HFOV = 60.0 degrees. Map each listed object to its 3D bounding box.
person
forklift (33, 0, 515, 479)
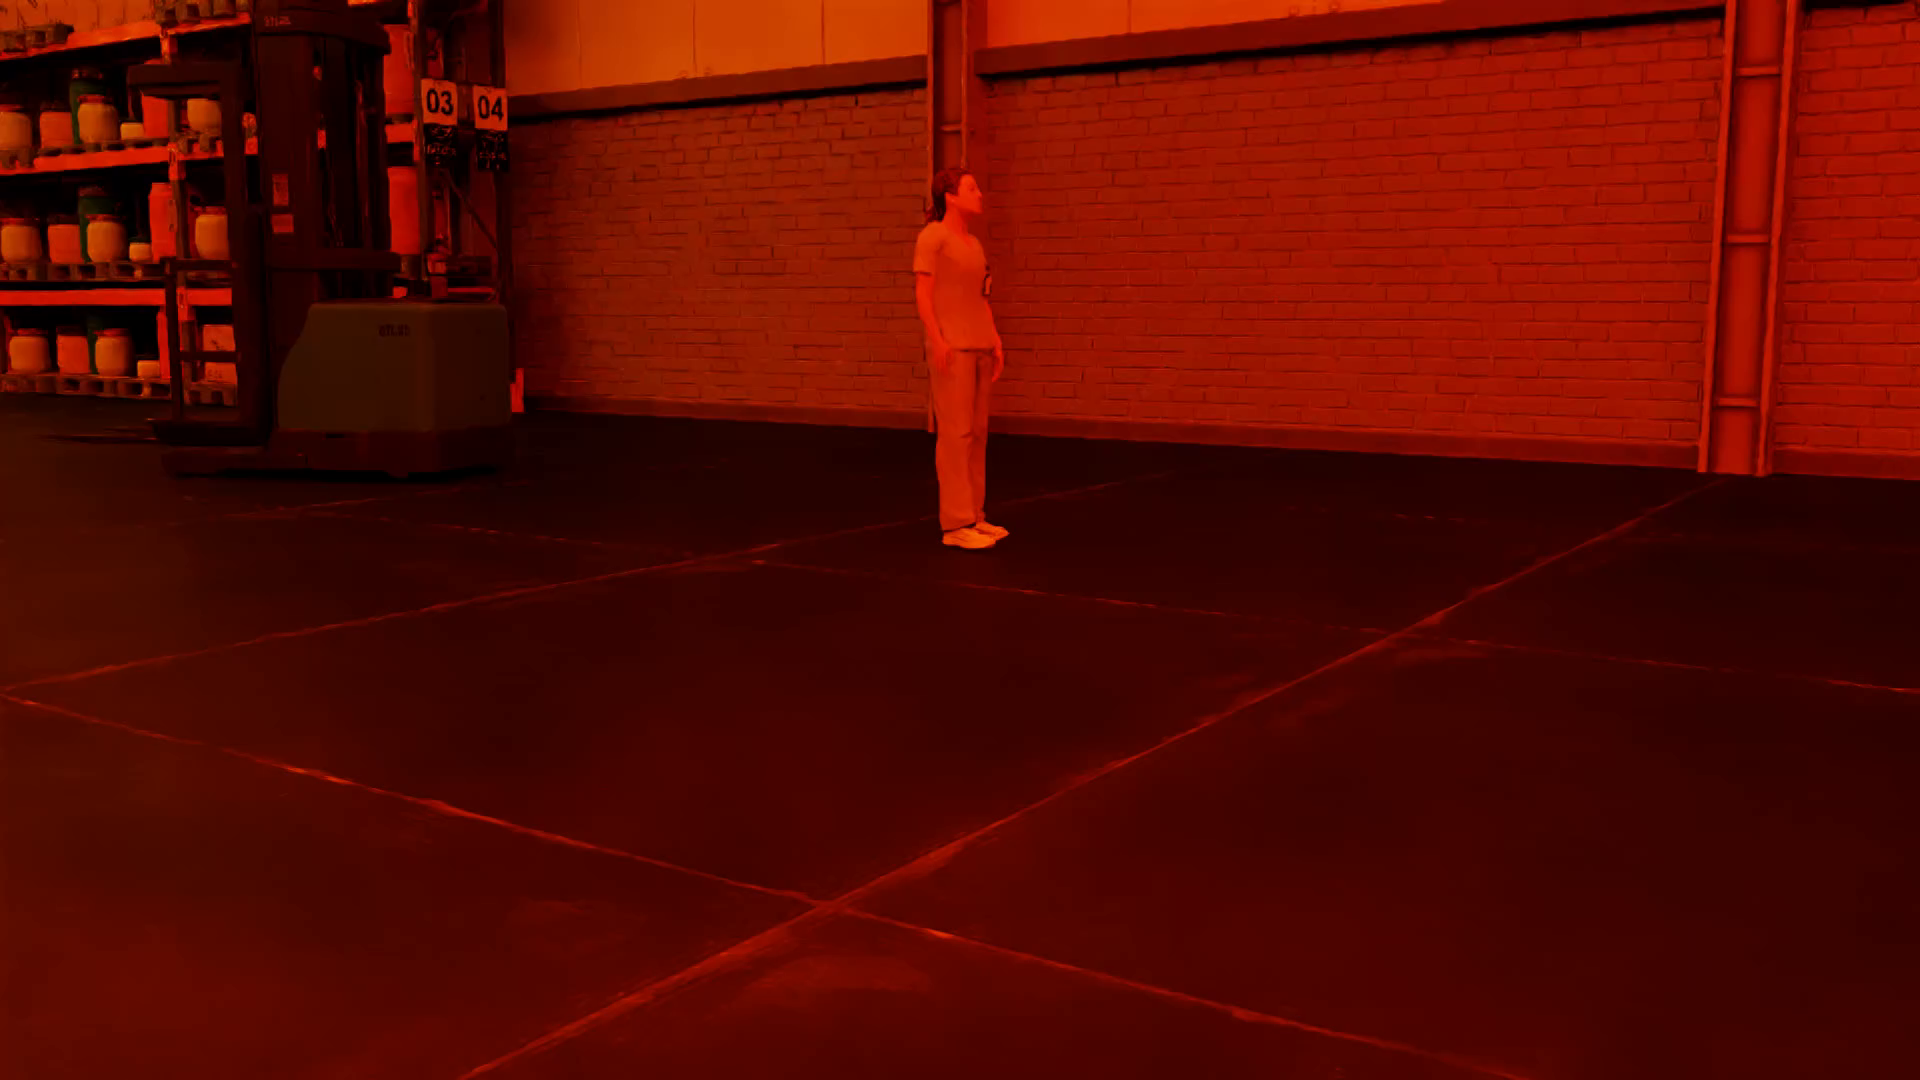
[{"bbox_3d":[0.054,-0.829,7.433,0.548,1.674,0.550,5,10,34],"label":"person"},{"bbox_3d":[-4.481,-1.907,10.600,3.031,2.935,1.130,2,8,14],"label":"forklift"}]
